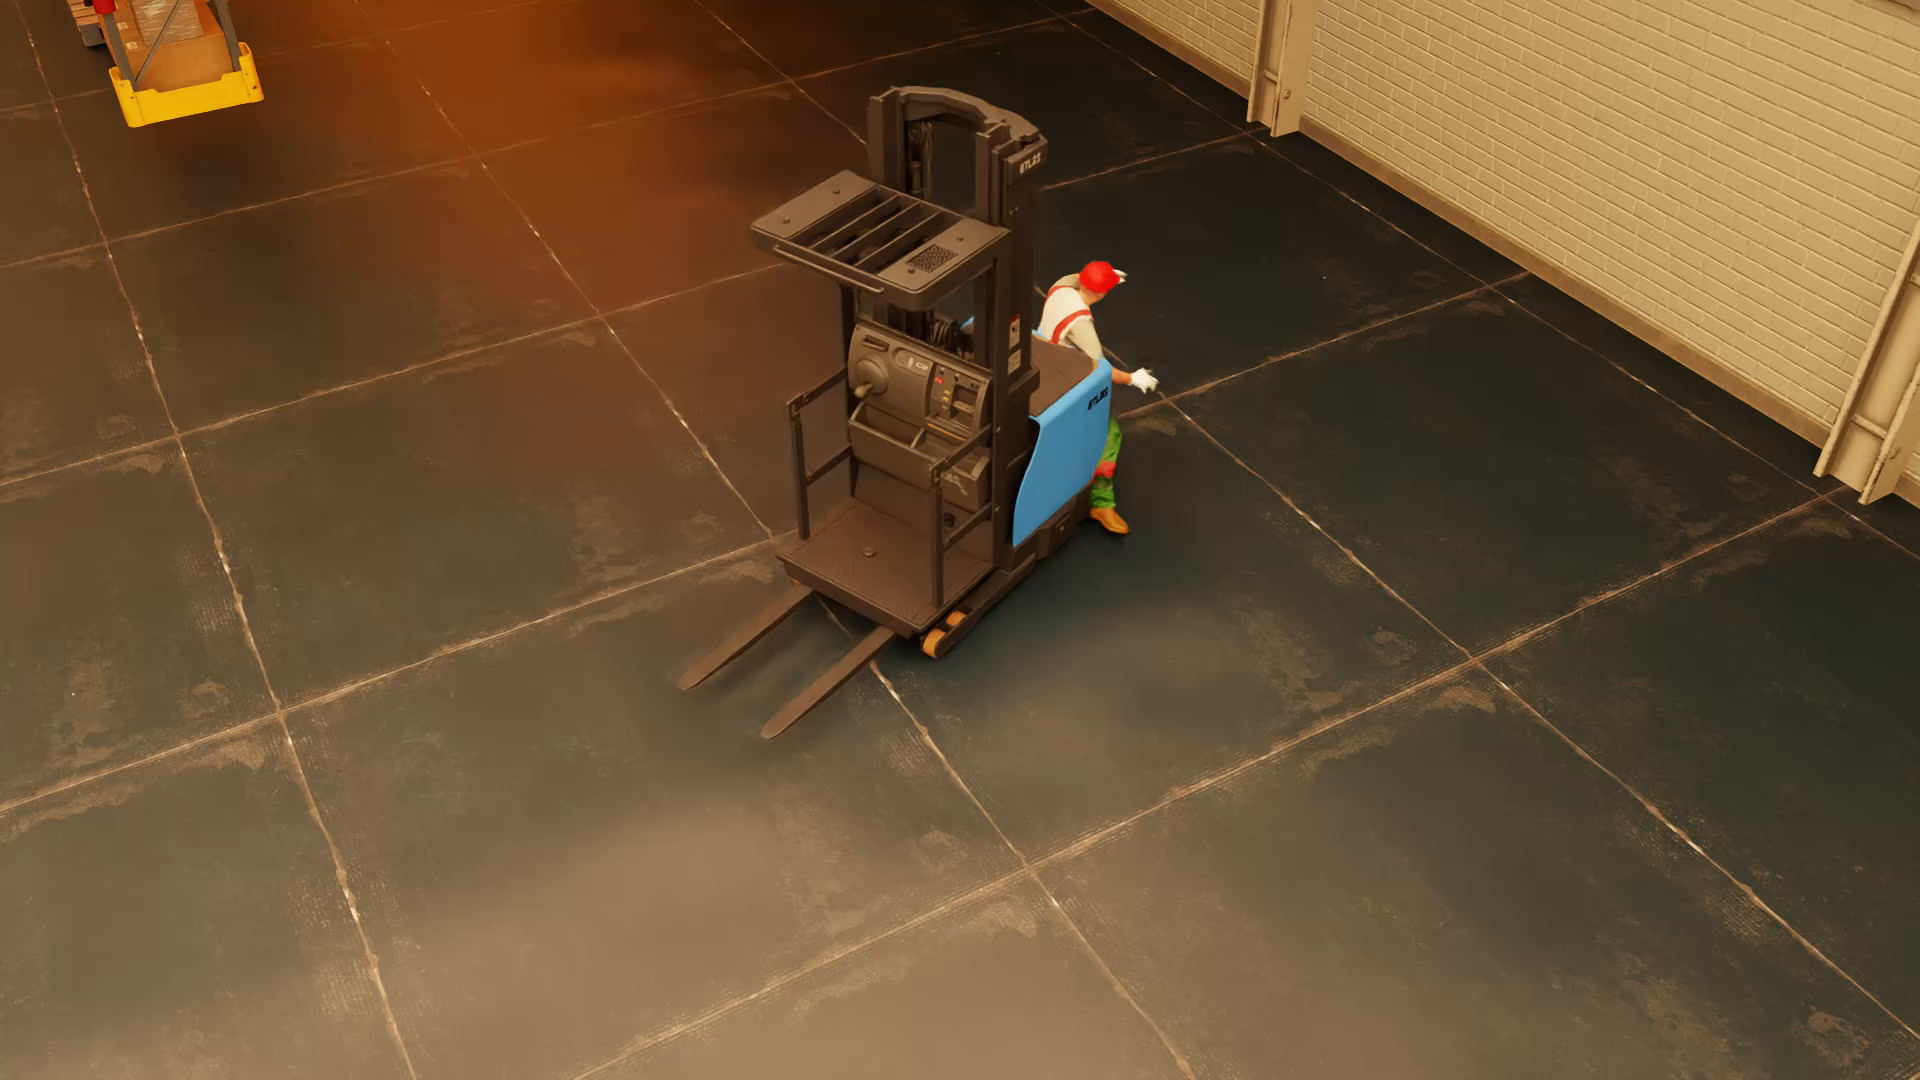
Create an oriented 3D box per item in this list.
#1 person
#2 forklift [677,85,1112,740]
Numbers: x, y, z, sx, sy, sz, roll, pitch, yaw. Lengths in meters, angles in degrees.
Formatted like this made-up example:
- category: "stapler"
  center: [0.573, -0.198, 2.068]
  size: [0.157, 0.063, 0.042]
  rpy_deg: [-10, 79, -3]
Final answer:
- category: "person"
  center: [0.865, -0.989, 10.356]
  size: [0.847, 1.527, 1.448]
  rpy_deg: [-11, 41, -13]
- category: "forklift"
  center: [-0.361, -0.809, 9.012]
  size: [1.130, 2.935, 3.031]
  rpy_deg: [26, 46, 28]
